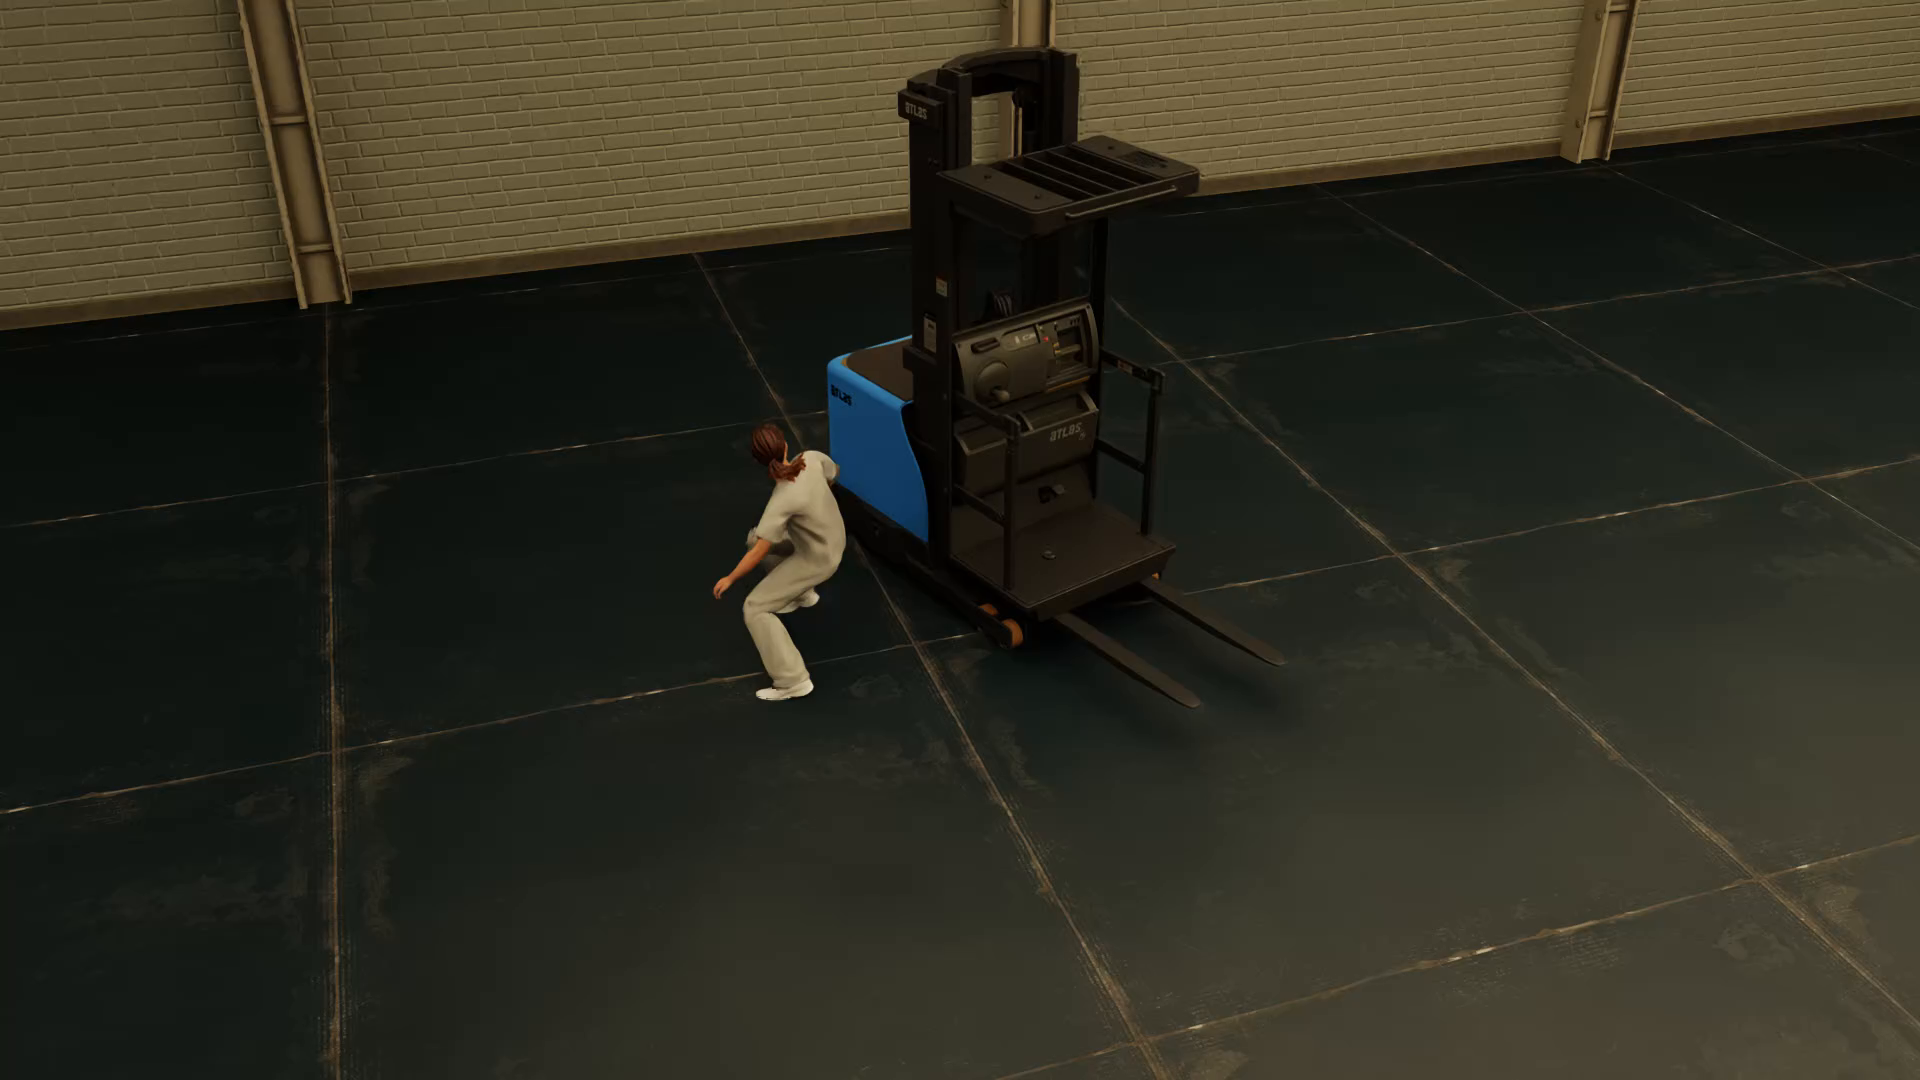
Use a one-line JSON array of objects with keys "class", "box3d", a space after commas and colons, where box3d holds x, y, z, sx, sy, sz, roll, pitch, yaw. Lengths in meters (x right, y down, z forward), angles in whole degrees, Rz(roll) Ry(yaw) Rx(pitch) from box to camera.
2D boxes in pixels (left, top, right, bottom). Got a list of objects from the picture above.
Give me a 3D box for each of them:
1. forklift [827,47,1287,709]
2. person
[{"class": "forklift", "box3d": [0.494, -0.956, 8.748, 1.130, 2.935, 3.031, -21, 36, -32]}, {"class": "person", "box3d": [-0.907, 0.042, 8.566, 0.600, 1.447, 0.765, 6, 30, 10]}]
